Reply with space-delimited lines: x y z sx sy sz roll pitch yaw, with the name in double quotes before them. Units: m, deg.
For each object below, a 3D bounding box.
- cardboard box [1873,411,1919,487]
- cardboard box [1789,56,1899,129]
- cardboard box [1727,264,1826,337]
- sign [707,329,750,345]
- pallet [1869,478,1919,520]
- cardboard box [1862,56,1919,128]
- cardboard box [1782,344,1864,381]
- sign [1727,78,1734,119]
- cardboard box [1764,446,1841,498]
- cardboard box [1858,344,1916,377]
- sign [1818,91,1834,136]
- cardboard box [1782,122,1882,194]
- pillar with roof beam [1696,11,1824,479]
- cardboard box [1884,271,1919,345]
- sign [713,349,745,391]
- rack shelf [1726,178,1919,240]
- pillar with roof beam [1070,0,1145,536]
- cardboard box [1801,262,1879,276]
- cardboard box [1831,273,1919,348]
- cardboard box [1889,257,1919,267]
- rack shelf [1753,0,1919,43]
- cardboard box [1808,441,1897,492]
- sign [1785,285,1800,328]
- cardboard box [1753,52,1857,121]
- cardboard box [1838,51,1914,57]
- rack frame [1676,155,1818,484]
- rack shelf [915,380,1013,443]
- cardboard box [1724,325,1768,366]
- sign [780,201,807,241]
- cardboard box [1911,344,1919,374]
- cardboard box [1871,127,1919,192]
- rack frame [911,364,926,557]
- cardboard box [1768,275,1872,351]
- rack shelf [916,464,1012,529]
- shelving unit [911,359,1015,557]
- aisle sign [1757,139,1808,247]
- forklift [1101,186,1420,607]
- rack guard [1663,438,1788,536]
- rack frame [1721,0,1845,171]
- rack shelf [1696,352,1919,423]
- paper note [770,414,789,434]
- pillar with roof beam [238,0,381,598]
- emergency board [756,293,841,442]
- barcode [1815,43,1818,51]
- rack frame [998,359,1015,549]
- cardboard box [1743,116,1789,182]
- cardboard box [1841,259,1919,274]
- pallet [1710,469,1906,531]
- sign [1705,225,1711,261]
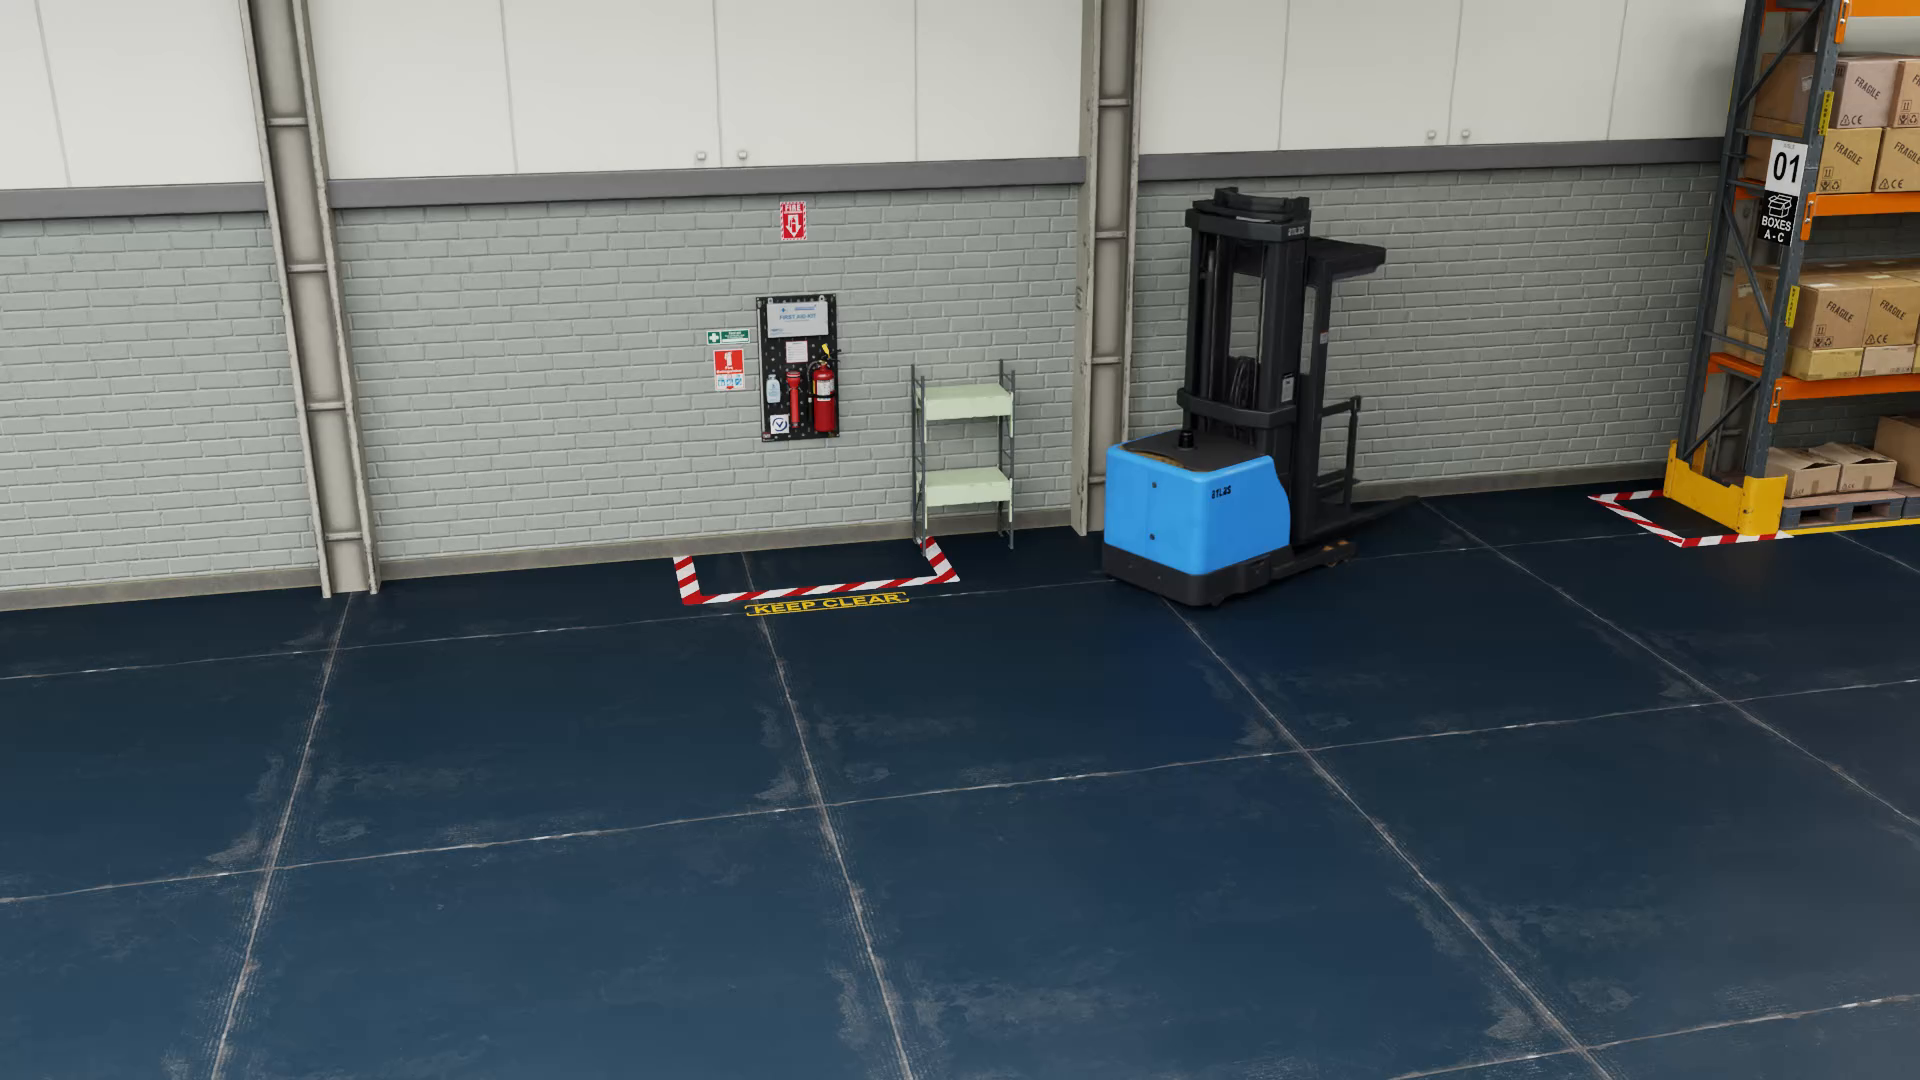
"cardboard box" 8.496 -0.785 14.590 0.500 0.500 0.700 -6 21 -16
"cardboard box" 6.952 -3.524 13.085 0.500 0.500 0.500 -6 21 -16
"cardboard box" 6.931 -2.040 14.122 0.500 0.500 0.500 -5 21 -13
"sign" -1.804 -1.582 12.949 0.331 0.109 0.001 -5 21 -12
"pallet" 8.579 -0.485 14.832 1.213 0.211 1.003 -5 21 -12
"cardboard box" 7.452 -3.547 13.147 0.500 0.500 0.500 -5 21 -13
"cardboard box" 7.070 -1.512 13.770 0.500 0.250 0.500 -5 21 -14
"sign" 6.413 -3.652 13.776 0.005 0.325 0.100 -5 21 -12
"cardboard box" 7.216 -0.609 14.386 0.500 0.311 0.500 -7 21 -19
"cardboard box" 7.572 -1.558 13.895 0.500 0.250 0.500 -5 21 -14
"sign" 6.647 -3.278 12.770 0.005 0.325 0.100 -5 21 -12
"cardboard box" 6.905 -3.048 13.239 0.500 0.500 0.500 -4 21 -11
"pillar with roof beam" 7.994 -3.361 9.908 0.400 9.000 9.100 -5 21 -12
"cardboard box" 8.043 -1.943 13.858 0.500 0.500 0.500 -5 21 -14
"sign" -1.811 -1.335 13.047 0.234 0.329 0.001 -5 21 -12
"rack shelf" 8.468 -2.870 13.972 4.000 0.370 1.077 -5 21 -12
"pillar with roof beam" 2.155 -2.887 8.612 0.400 9.000 9.100 -5 21 -12
"cardboard box" 7.424 -2.077 14.222 0.500 0.500 0.500 -4 21 -12
"cardboard box" 7.539 -1.905 13.752 0.500 0.500 0.500 -5 21 -12
"cardboard box" 8.416 -2.159 14.446 0.500 0.500 0.500 -4 21 -12
"rack shelf" 8.468 -4.276 13.457 4.000 0.370 1.077 -5 21 -12
"cardboard box" 7.770 -0.654 14.510 0.500 0.311 0.500 -3 20 -8
"sign" 6.647 -1.865 13.288 0.005 0.325 0.100 -5 21 -12
"cardboard box" 6.881 -3.697 13.556 0.500 0.500 0.500 -4 20 -10
"cardboard box" 7.409 -3.743 13.684 0.500 0.500 0.500 -3 20 -9
"rack frame" 6.522 -1.641 13.932 0.127 3.000 1.000 -5 21 -12
"rack shelf" 0.022 -1.033 13.320 0.720 0.370 0.431 -5 21 -13
"cardboard box" 6.932 -1.681 14.233 0.500 0.250 0.500 -4 21 -12
"sign" -1.280 -2.449 12.769 0.199 0.298 0.001 -5 21 -12
"cardboard box" 8.069 -1.596 14.000 0.500 0.250 0.500 -5 21 -13
"cardboard box" 7.435 -3.079 13.323 0.500 0.500 0.500 -3 20 -9
"rack frame" -0.333 -0.637 13.372 0.023 1.500 0.400 -5 21 -13
"cardboard box" 7.055 -1.869 13.654 0.500 0.500 0.500 -5 21 -12
"rack shelf" 0.022 -0.361 13.566 0.720 0.370 0.431 -5 21 -13
"shelving unit" 0.022 -0.667 13.454 0.755 1.500 0.431 -5 21 -13
"aisle sign" 6.521 -2.755 13.195 0.004 0.787 0.394 -5 21 -12
"forklift" 2.548 -1.282 13.053 3.031 2.935 1.130 -16 26 -37
"rack guard" 6.596 -0.473 14.379 0.348 0.500 1.175 -5 21 -12
"rack frame" 6.522 -4.458 12.900 0.127 3.000 1.000 -5 21 -12
"rack shelf" 8.468 -1.461 14.488 4.000 0.370 1.077 -5 21 -12
"paper note" -1.437 -0.923 13.255 0.142 0.148 0.016 -5 21 -12
"pillar with roof beam" -3.684 -2.412 7.315 0.400 9.000 9.100 -5 21 -12
"emergency board" -1.249 -1.328 13.078 0.643 1.169 0.194 -5 21 -12
"barcode" 7.098 -4.071 13.734 0.075 0.075 0.001 -5 21 -12
"rack frame" 0.378 -0.697 13.536 0.023 1.500 0.400 -5 21 -13
"cardboard box" 6.869 -3.223 13.717 0.500 0.500 0.500 -3 20 -9
"cardboard box" 7.926 -2.119 14.337 0.500 0.500 0.500 -5 21 -14
"pallet" 7.394 -0.390 14.572 1.213 0.211 1.003 -5 21 -12
"sign" 6.413 -2.520 14.190 0.005 0.325 0.100 -5 21 -12
